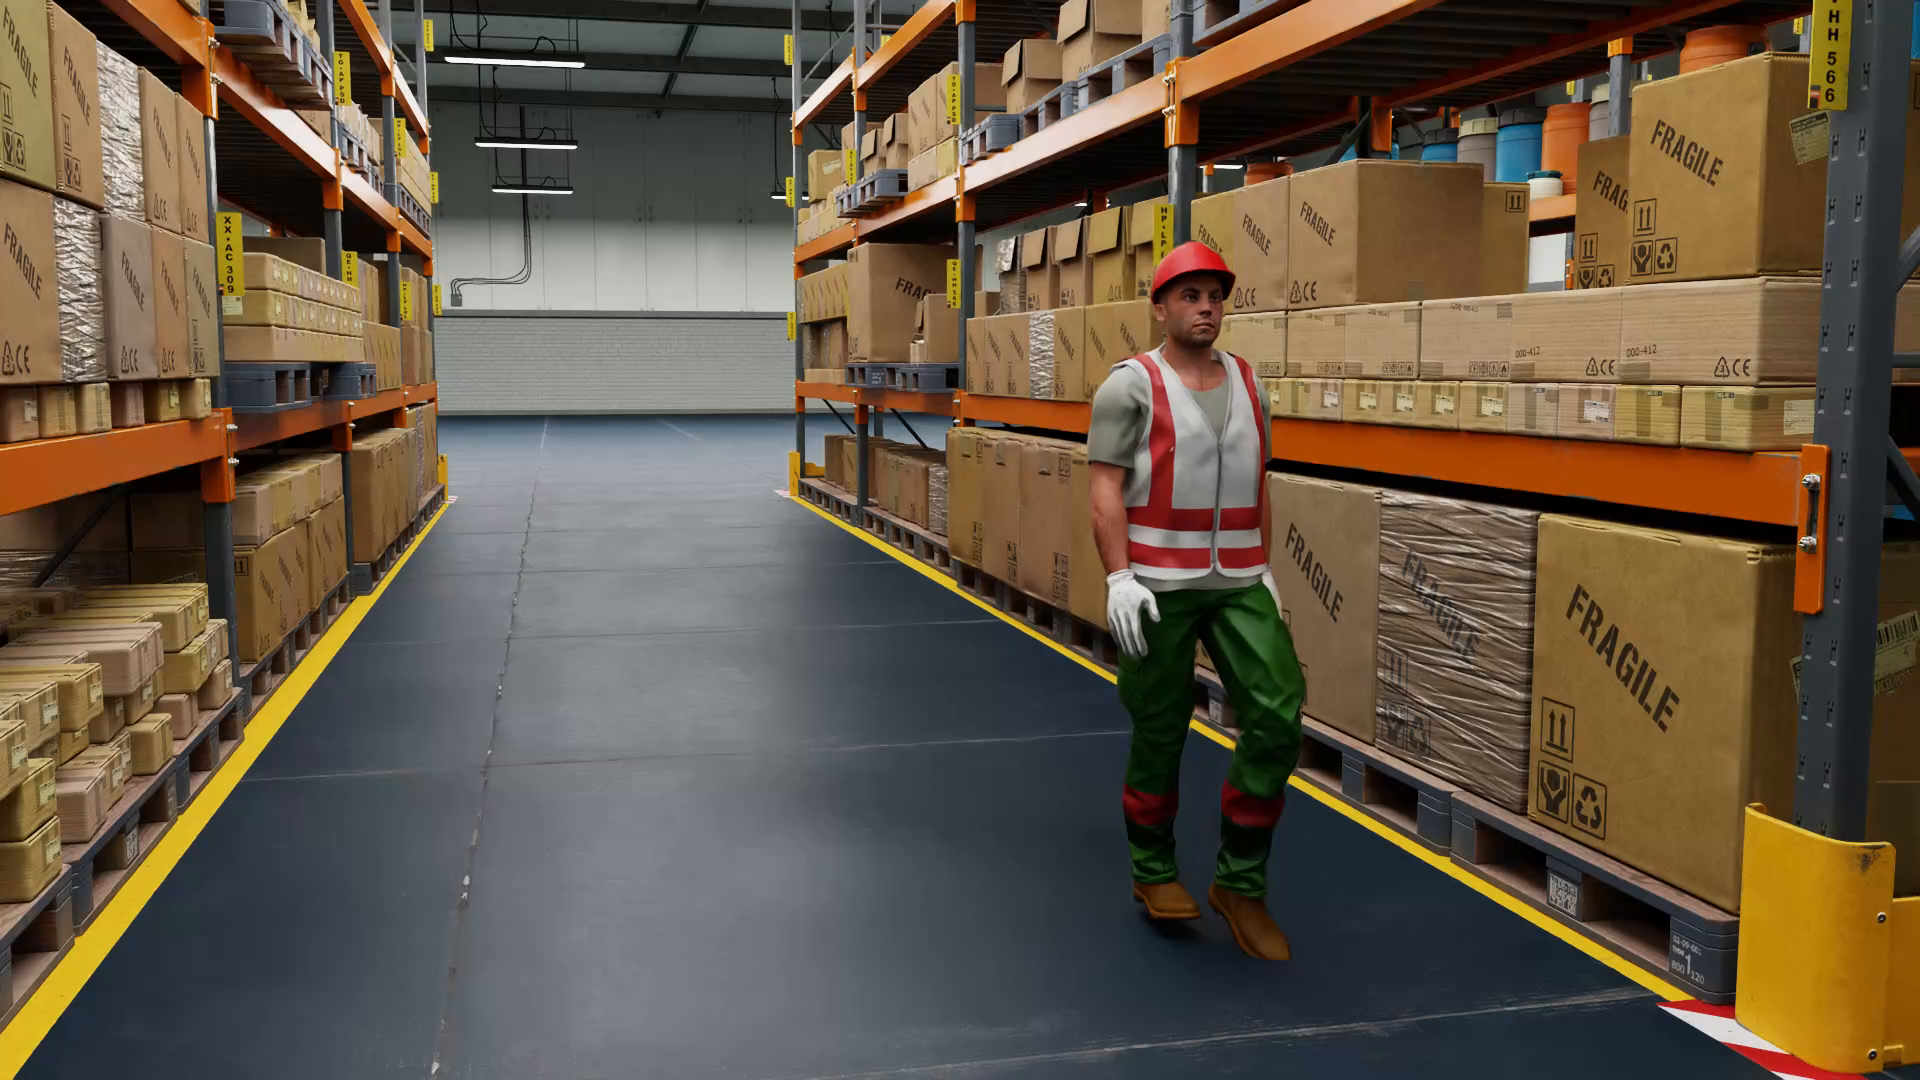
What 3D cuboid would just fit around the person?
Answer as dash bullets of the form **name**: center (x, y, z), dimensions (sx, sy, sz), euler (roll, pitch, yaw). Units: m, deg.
- **person**: center (0.615, 0.160, 4.291), dimensions (0.589, 1.844, 0.514), euler (-2, 6, -17)
